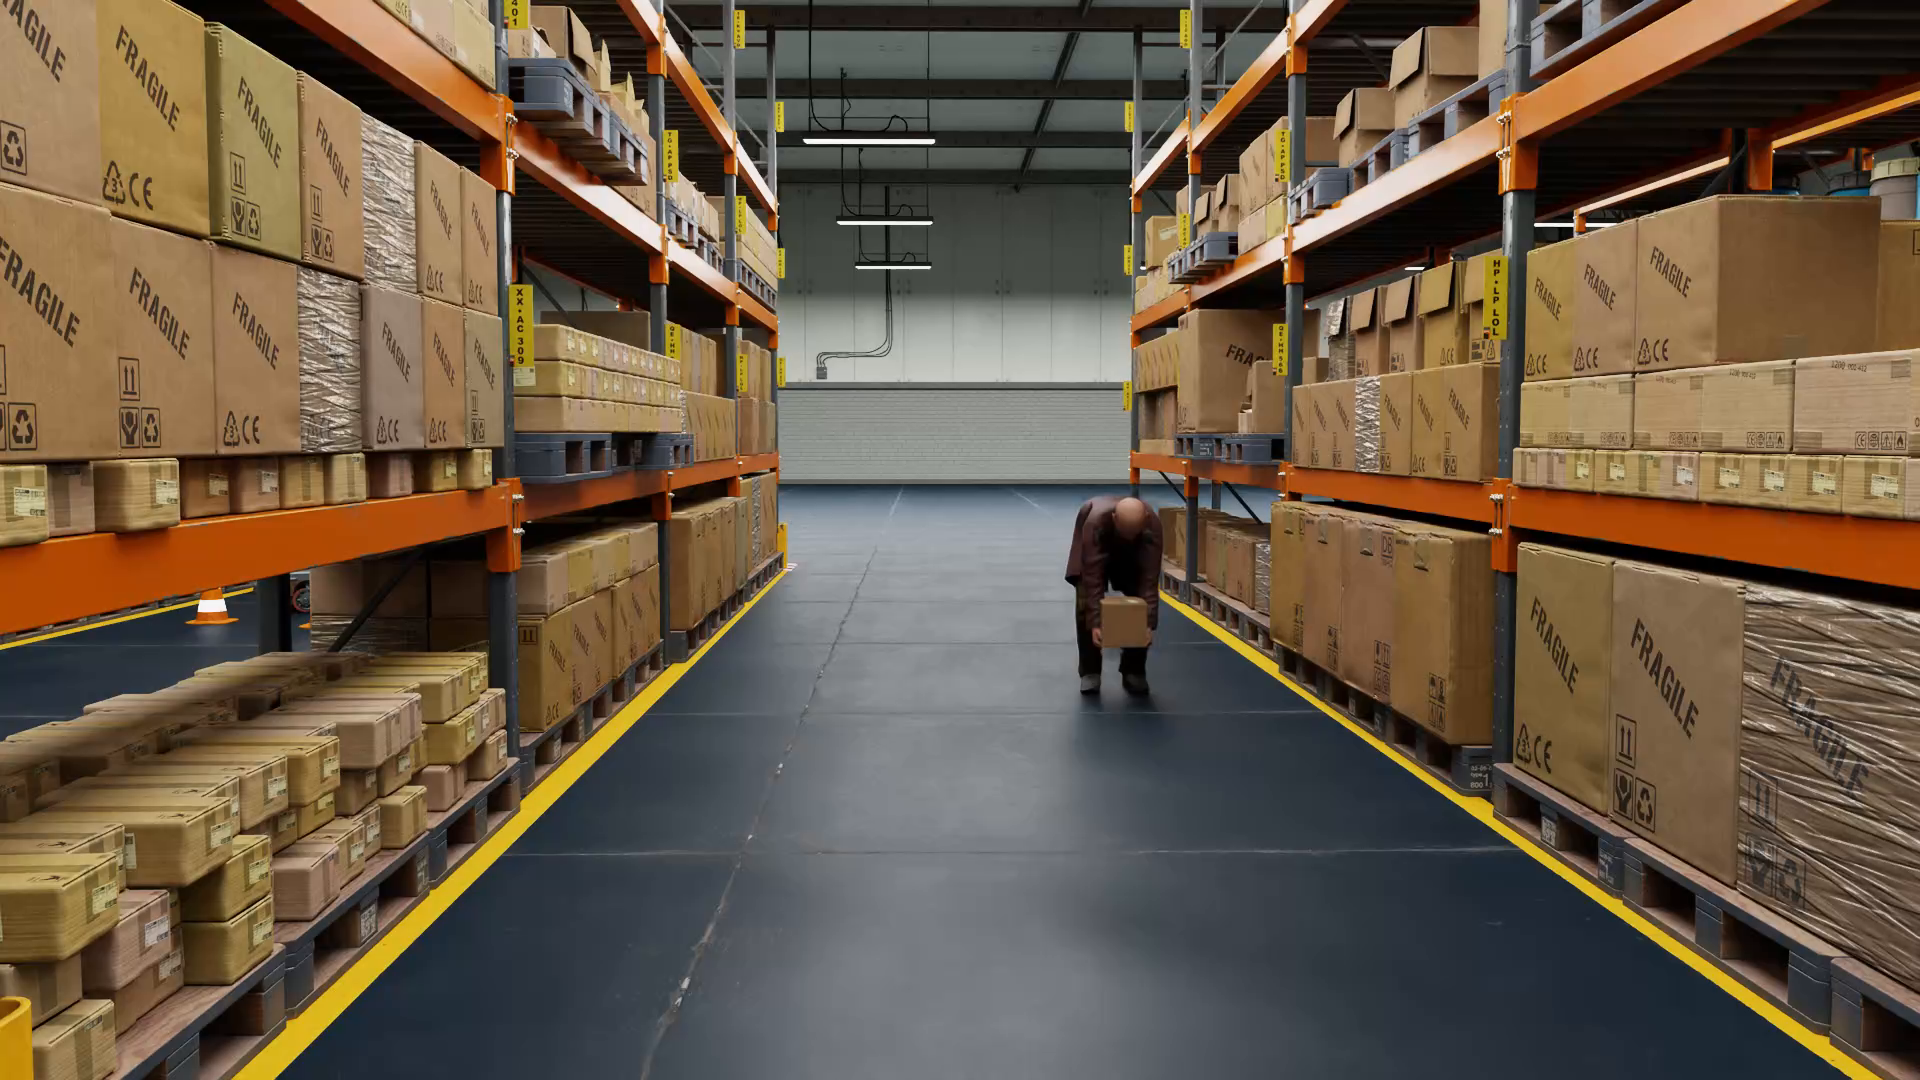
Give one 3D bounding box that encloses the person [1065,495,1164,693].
[{"bbox_3d":[0.908,0.323,9.540,0.565,1.154,0.945,0,4,-3],"label":"person"}]
